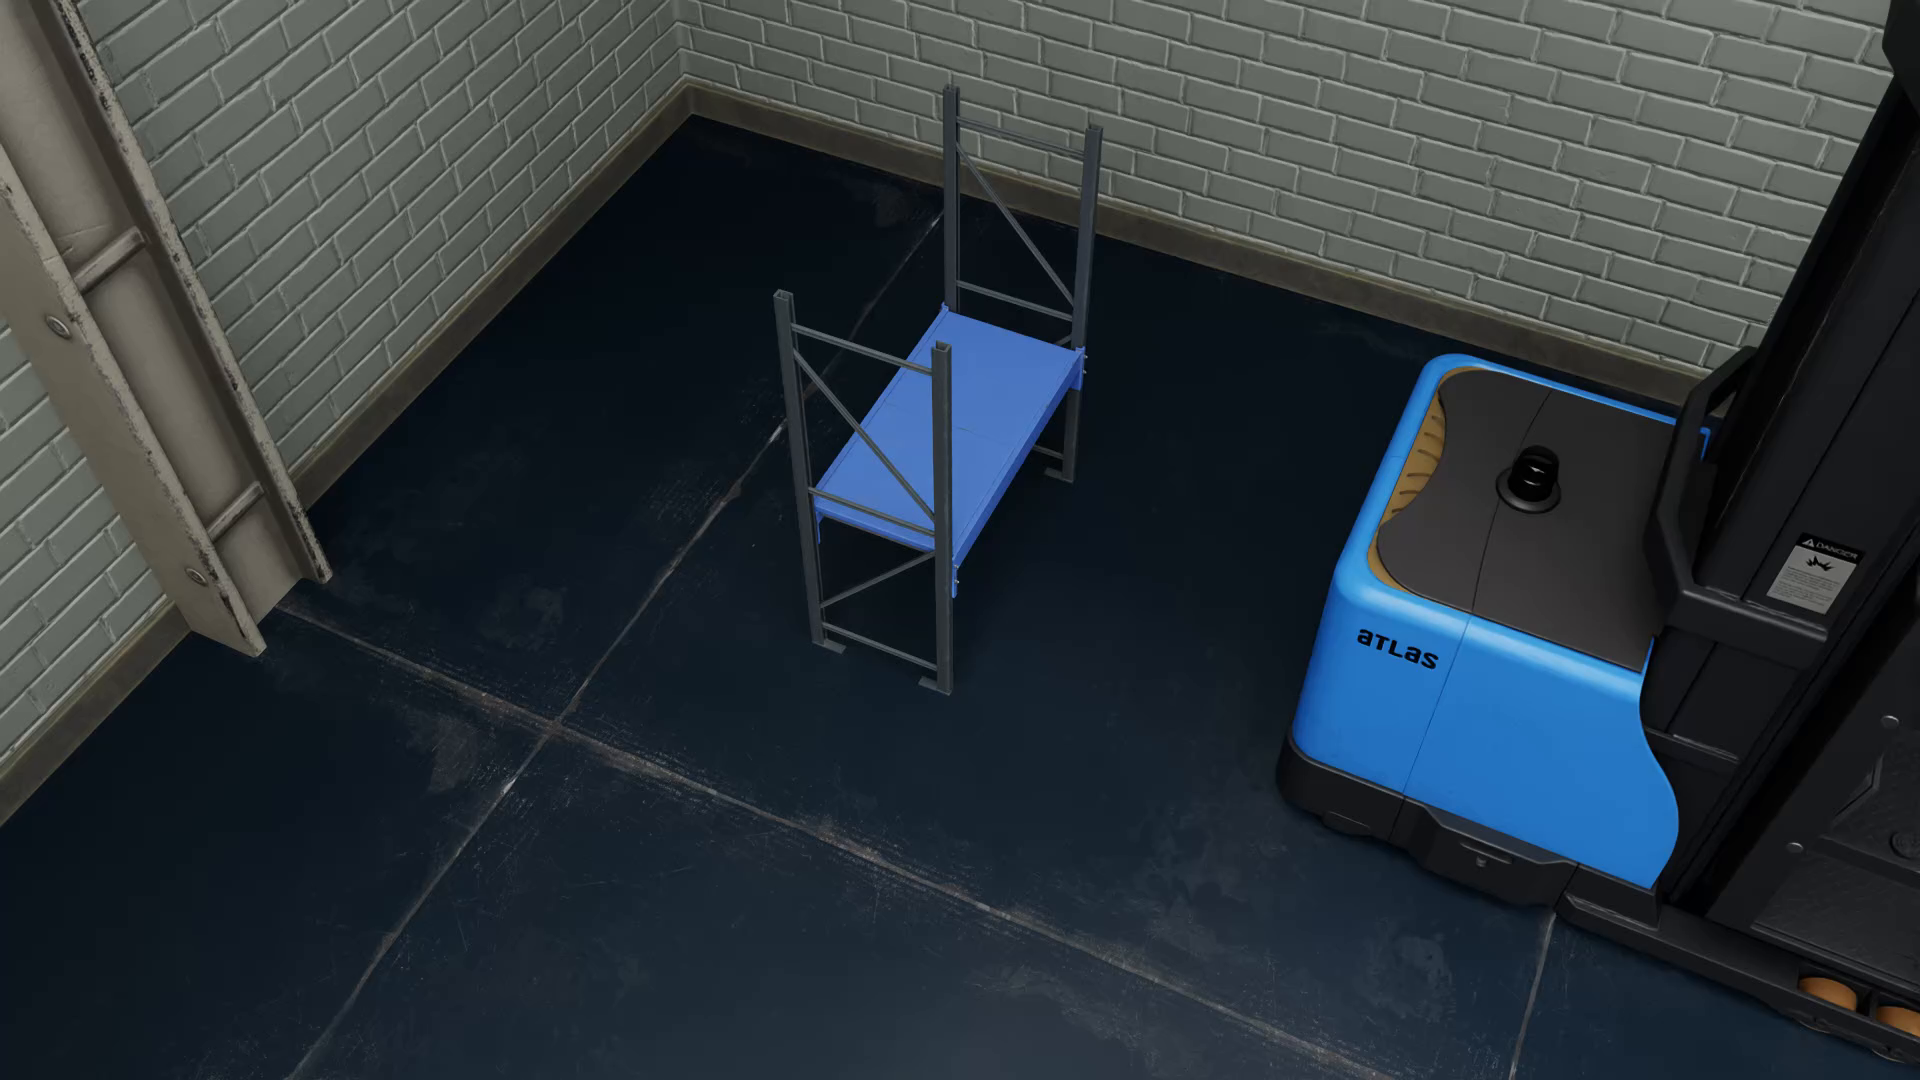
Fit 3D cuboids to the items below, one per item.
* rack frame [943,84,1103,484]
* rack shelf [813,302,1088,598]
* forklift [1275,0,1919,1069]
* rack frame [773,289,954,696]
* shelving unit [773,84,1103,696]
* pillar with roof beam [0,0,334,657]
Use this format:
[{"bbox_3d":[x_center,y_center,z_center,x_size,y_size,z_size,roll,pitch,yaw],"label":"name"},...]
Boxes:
[{"bbox_3d":[0.181,-0.777,5.427,0.500,1.500,0.032,20,52,16],"label":"rack frame"},{"bbox_3d":[-0.036,-0.311,5.266,0.538,0.185,1.000,20,52,16],"label":"rack shelf"},{"bbox_3d":[2.511,0.005,3.821,3.031,2.935,1.130,20,53,16],"label":"forklift"},{"bbox_3d":[-0.254,-0.077,4.831,0.500,1.500,0.032,20,52,16],"label":"rack frame"},{"bbox_3d":[-0.036,-0.427,5.129,0.538,1.500,1.048,20,52,16],"label":"shelving unit"},{"bbox_3d":[1.543,-1.318,0.963,9.100,9.000,0.400,20,52,16],"label":"pillar with roof beam"}]
